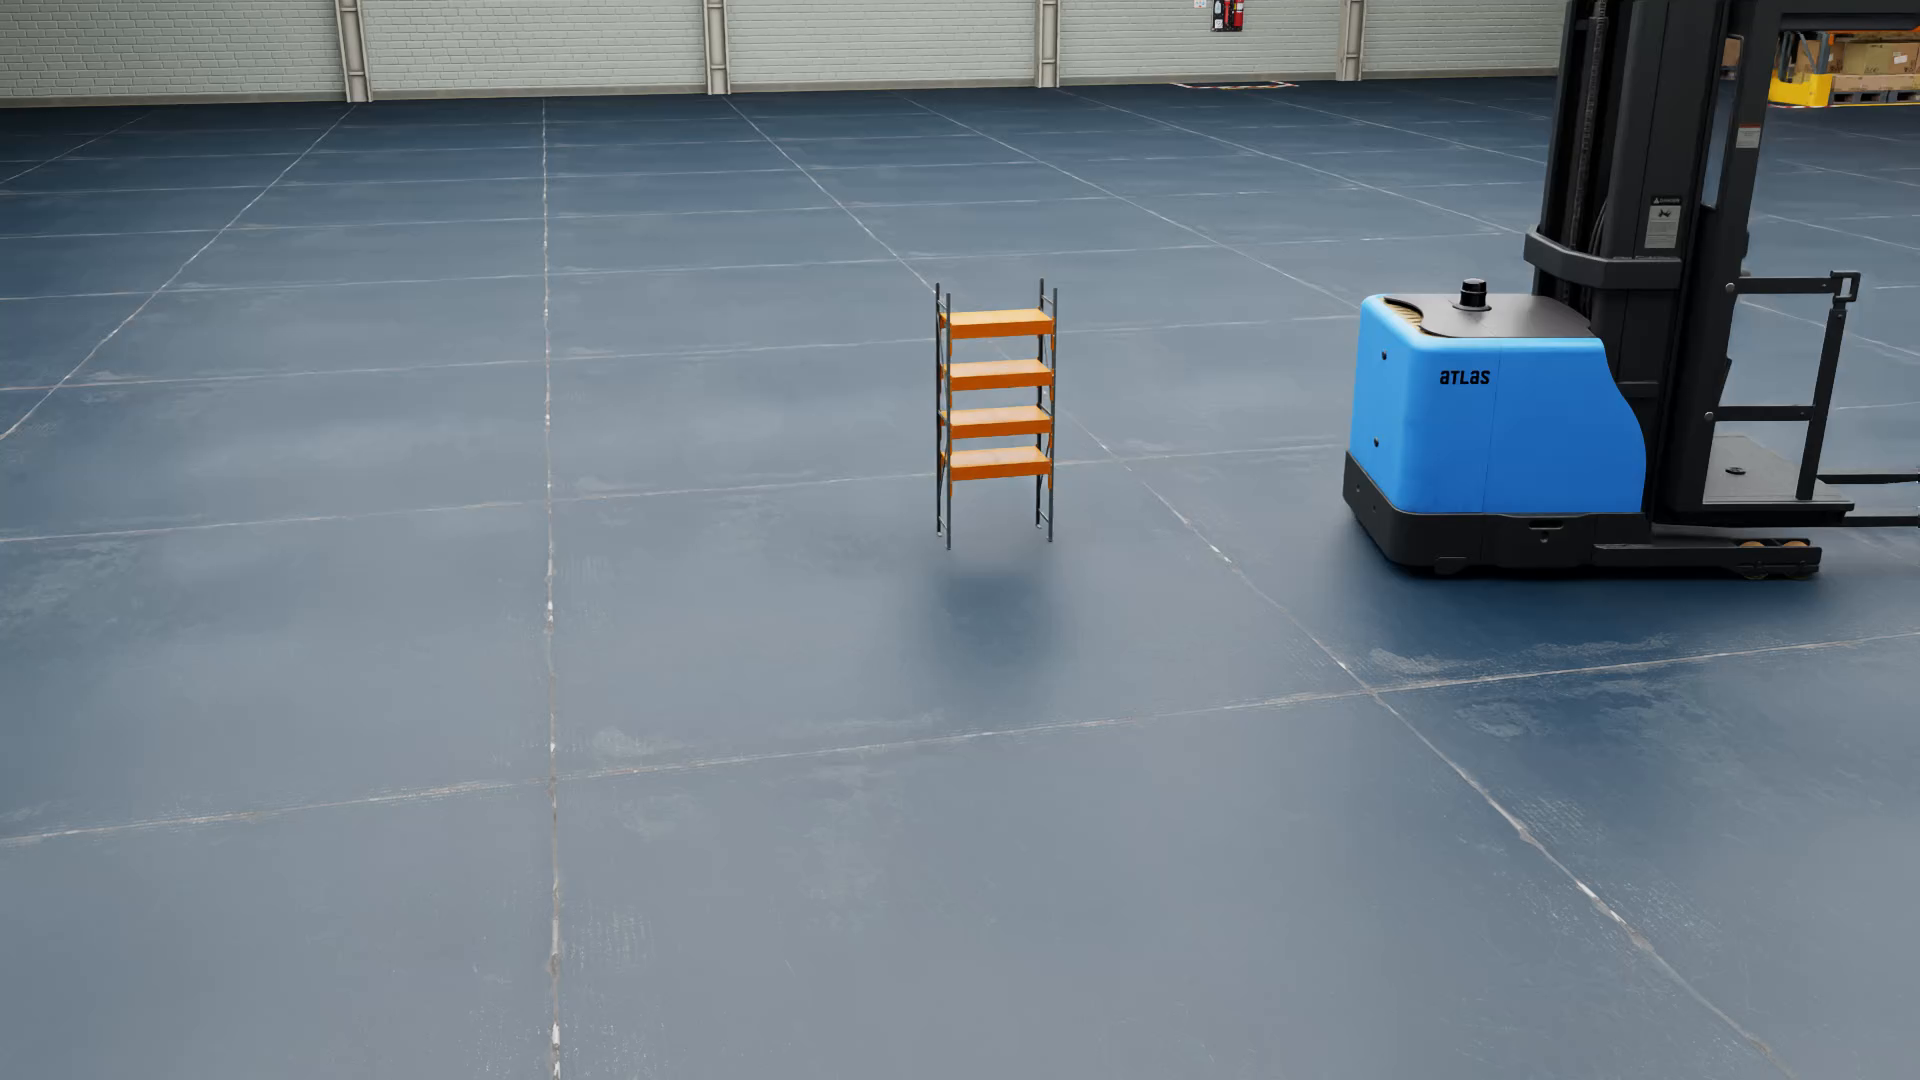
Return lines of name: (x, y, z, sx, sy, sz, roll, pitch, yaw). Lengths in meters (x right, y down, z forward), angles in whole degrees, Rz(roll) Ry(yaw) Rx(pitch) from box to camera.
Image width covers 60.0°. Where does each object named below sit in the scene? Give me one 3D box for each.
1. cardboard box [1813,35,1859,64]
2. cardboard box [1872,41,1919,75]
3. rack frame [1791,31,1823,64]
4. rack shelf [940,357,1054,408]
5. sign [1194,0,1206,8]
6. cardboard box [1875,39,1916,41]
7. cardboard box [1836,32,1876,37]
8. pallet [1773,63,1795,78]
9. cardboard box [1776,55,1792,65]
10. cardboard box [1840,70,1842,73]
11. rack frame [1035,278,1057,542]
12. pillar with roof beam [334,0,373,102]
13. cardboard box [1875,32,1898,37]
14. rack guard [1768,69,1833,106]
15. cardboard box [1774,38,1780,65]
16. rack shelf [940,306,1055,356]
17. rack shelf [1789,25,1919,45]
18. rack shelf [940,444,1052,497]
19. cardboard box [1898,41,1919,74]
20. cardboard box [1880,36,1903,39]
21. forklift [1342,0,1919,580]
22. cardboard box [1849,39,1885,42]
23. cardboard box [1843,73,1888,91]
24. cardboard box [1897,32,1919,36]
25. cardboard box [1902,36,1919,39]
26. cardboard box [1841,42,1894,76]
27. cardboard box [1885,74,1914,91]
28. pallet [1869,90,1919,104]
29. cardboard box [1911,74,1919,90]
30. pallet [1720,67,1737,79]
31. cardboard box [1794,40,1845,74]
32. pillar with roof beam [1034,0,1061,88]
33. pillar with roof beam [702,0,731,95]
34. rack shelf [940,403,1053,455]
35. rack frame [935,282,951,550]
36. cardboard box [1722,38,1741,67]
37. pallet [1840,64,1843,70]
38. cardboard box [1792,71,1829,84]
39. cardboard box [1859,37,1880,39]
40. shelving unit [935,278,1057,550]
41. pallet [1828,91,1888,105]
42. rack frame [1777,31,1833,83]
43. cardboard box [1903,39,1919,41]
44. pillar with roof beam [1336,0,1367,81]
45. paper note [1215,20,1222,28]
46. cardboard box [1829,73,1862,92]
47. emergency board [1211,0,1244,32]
cardboard box: (17.393, -9.759, 33.090, 0.500, 0.500, 0.700, -4, 20, -11)
cardboard box: (15.474, -7.998, 27.585, 0.500, 0.500, 0.500, -5, 21, -12)
rack frame: (16.681, -10.663, 32.562, 0.127, 3.000, 1.000, -5, 21, -12)
rack shelf: (0.161, -0.723, 7.590, 0.480, 0.148, 0.258, -5, 21, -12)
sign: (4.456, -10.041, 30.812, 0.234, 0.329, 0.001, -5, 21, -12)
cardboard box: (15.841, -8.212, 28.167, 0.500, 0.500, 0.500, -5, 21, -12)
cardboard box: (17.821, -10.147, 33.059, 0.500, 0.250, 0.500, -5, 21, -14)
pallet: (16.035, -9.288, 32.864, 1.213, 0.211, 1.003, -5, 21, -12)
cardboard box: (16.167, -9.486, 32.830, 0.250, 0.166, 0.380, -7, 21, -20)
cardboard box: (14.869, -7.779, 28.077, 0.500, 0.250, 0.500, -5, 21, -12)
rack frame: (0.399, -0.596, 7.697, 0.015, 1.200, 0.240, -5, 21, -12)
pillar with roof beam: (-9.095, -10.167, 22.488, 0.400, 9.000, 9.100, -5, 21, -12)
cardboard box: (18.326, -10.190, 33.175, 0.500, 0.250, 0.500, -5, 21, -14)
rack guard: (13.908, -7.513, 27.596, 0.348, 0.500, 1.175, -5, 21, -12)
cardboard box: (15.680, -9.600, 32.655, 0.500, 0.500, 0.500, -6, 21, -17)
rack shelf: (0.161, -0.945, 7.509, 0.480, 0.148, 0.258, -5, 21, -12)
rack shelf: (15.878, -8.509, 27.727, 4.000, 0.370, 1.077, -5, 21, -12)
rack shelf: (0.161, -0.327, 7.735, 0.480, 0.148, 0.258, -5, 21, -12)
cardboard box: (15.965, -8.032, 27.678, 0.500, 0.500, 0.500, -5, 21, -12)
cardboard box: (18.390, -9.844, 33.321, 0.500, 0.500, 0.700, -4, 21, -12)
forklift: (3.405, -1.384, 7.331, 3.031, 2.935, 1.130, 0, 20, -1)
cardboard box: (15.355, -8.172, 28.061, 0.500, 0.500, 0.500, -5, 21, -12)
cardboard box: (14.990, -7.603, 27.596, 0.500, 0.250, 0.500, -5, 21, -12)
cardboard box: (18.816, -10.223, 33.266, 0.500, 0.250, 0.500, -5, 21, -13)
cardboard box: (18.879, -9.887, 33.439, 0.500, 0.500, 0.700, -5, 21, -13)
cardboard box: (14.991, -7.955, 27.466, 0.500, 0.500, 0.500, -5, 21, -12)
cardboard box: (15.477, -7.642, 27.704, 0.500, 0.250, 0.500, -5, 21, -12)
pallet: (15.851, -7.549, 28.115, 1.213, 0.211, 1.003, -5, 21, -12)
cardboard box: (15.965, -7.680, 27.807, 0.500, 0.250, 0.500, -5, 21, -12)
pallet: (14.845, -9.191, 32.597, 1.213, 0.211, 1.003, -5, 21, -12)
cardboard box: (14.385, -8.088, 27.831, 0.500, 0.500, 0.500, -5, 21, -12)
pillar with roof beam: (2.583, -11.117, 25.080, 0.400, 9.000, 9.100, -5, 21, -12)
pillar with roof beam: (-3.256, -10.642, 23.784, 0.400, 9.000, 9.100, -5, 21, -12)
rack shelf: (0.161, -0.513, 7.667, 0.480, 0.148, 0.258, -5, 21, -12)
rack frame: (-0.076, -0.557, 7.591, 0.015, 1.200, 0.240, -5, 21, -12)
cardboard box: (14.762, -9.490, 32.355, 0.500, 0.500, 0.700, -6, 21, -16)
pallet: (17.438, -9.415, 33.211, 1.213, 0.211, 1.003, -5, 21, -12)
cardboard box: (14.385, -7.736, 27.958, 0.500, 0.250, 0.500, -5, 21, -12)
cardboard box: (17.884, -9.817, 33.248, 0.500, 0.500, 0.700, -5, 21, -14)
shelving unit: (0.161, -0.576, 7.644, 0.503, 1.200, 0.258, -5, 21, -12)
pallet: (14.666, -7.453, 27.855, 1.213, 0.211, 1.003, -5, 21, -12)
rack frame: (13.931, -8.688, 27.172, 0.127, 3.000, 1.000, -5, 21, -12)
cardboard box: (16.328, -8.252, 28.277, 0.500, 0.500, 0.500, -5, 21, -12)
pillar with roof beam: (8.422, -11.592, 26.377, 0.400, 9.000, 9.100, -5, 21, -12)
paper note: (4.829, -9.629, 31.020, 0.142, 0.148, 0.016, -5, 21, -12)
cardboard box: (14.504, -7.562, 27.485, 0.500, 0.250, 0.500, -5, 21, -12)
emergency board: (5.017, -10.033, 30.844, 0.643, 1.169, 0.194, -5, 21, -12)
